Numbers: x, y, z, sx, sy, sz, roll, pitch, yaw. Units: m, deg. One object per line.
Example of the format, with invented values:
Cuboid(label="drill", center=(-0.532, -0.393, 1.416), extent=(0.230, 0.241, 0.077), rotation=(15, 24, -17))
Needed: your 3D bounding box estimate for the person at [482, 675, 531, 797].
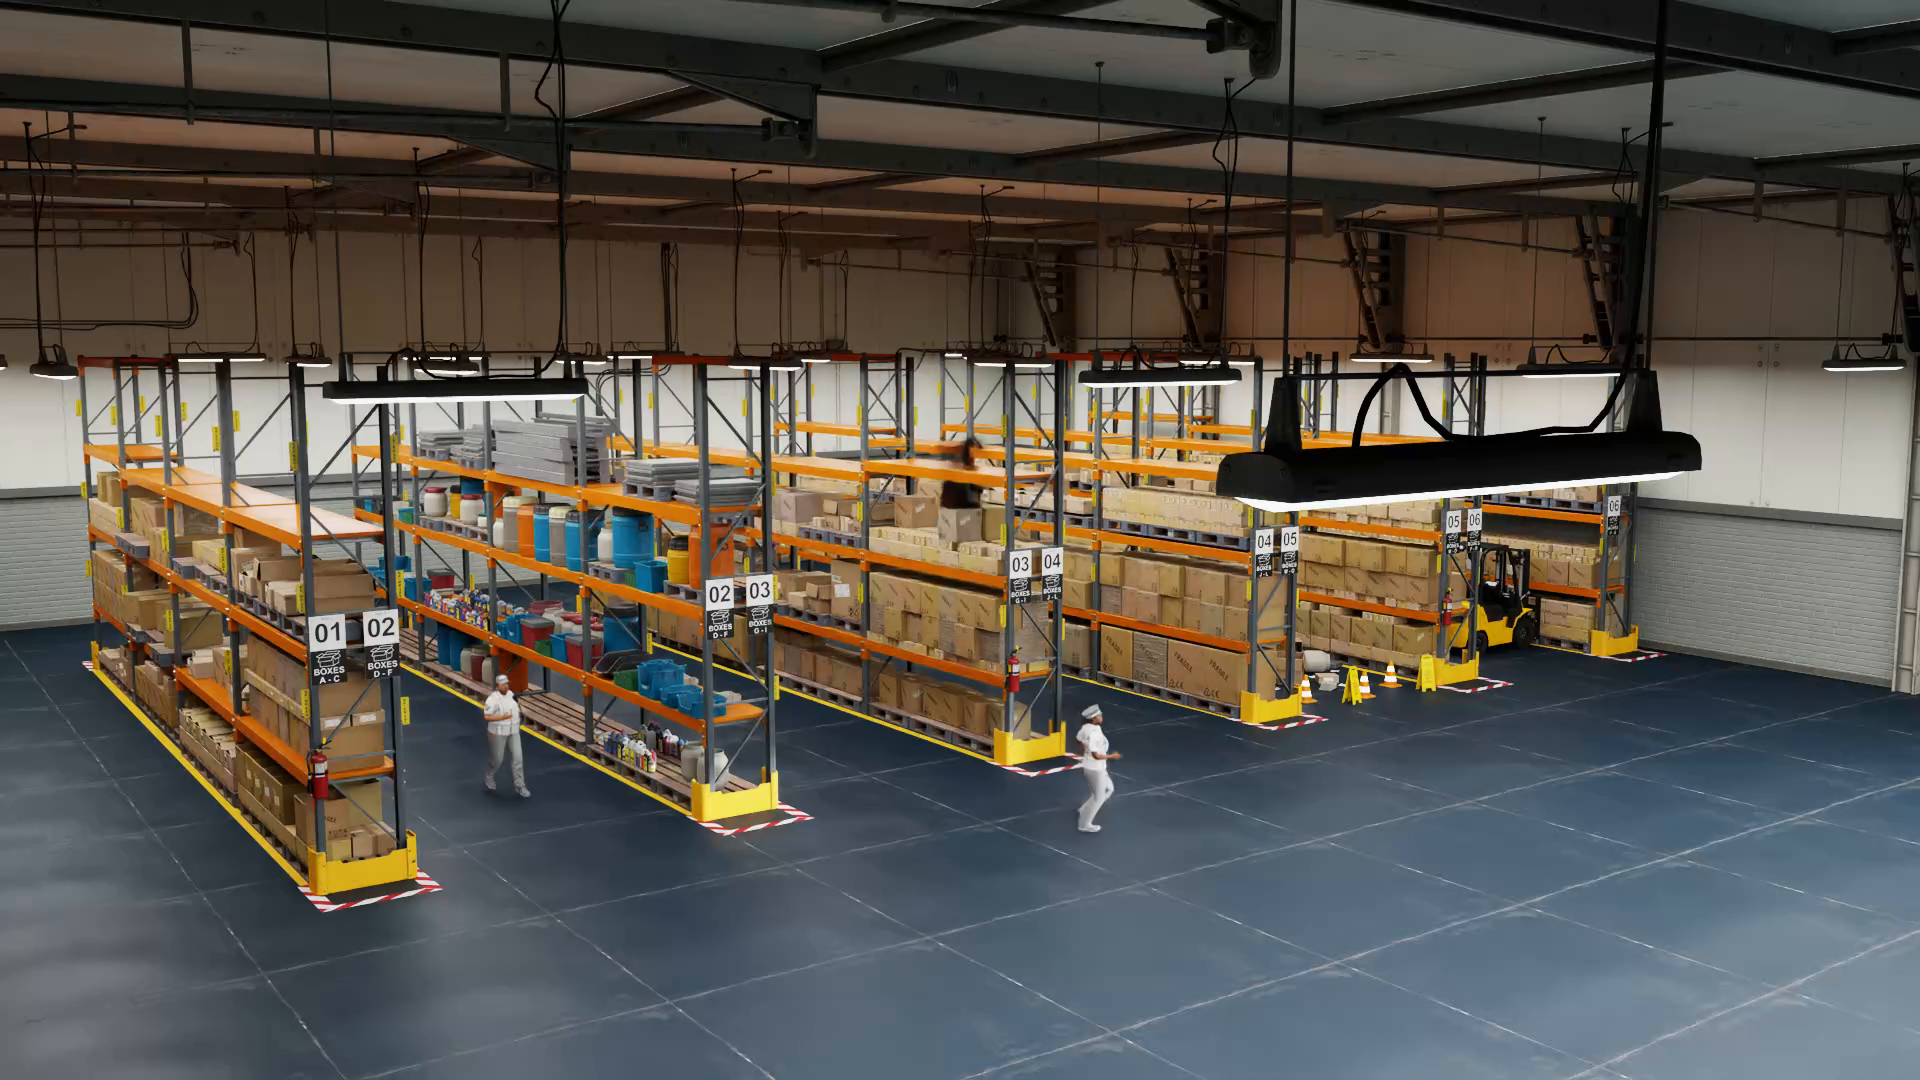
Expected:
Cuboid(label="person", center=(-6.314, 2.691, 23.041), extent=(0.913, 1.654, 0.602), rotation=(6, 9, 43))

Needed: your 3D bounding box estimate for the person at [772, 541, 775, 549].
Cuboid(label="person", center=(-4.771, 0.434, 41.570), extent=(0.643, 1.697, 0.727), rotation=(-4, 8, -27))

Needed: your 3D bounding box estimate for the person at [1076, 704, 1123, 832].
Cuboid(label="person", center=(1.793, 2.915, 21.351), extent=(0.559, 1.658, 0.564), rotation=(0, 7, -4))
